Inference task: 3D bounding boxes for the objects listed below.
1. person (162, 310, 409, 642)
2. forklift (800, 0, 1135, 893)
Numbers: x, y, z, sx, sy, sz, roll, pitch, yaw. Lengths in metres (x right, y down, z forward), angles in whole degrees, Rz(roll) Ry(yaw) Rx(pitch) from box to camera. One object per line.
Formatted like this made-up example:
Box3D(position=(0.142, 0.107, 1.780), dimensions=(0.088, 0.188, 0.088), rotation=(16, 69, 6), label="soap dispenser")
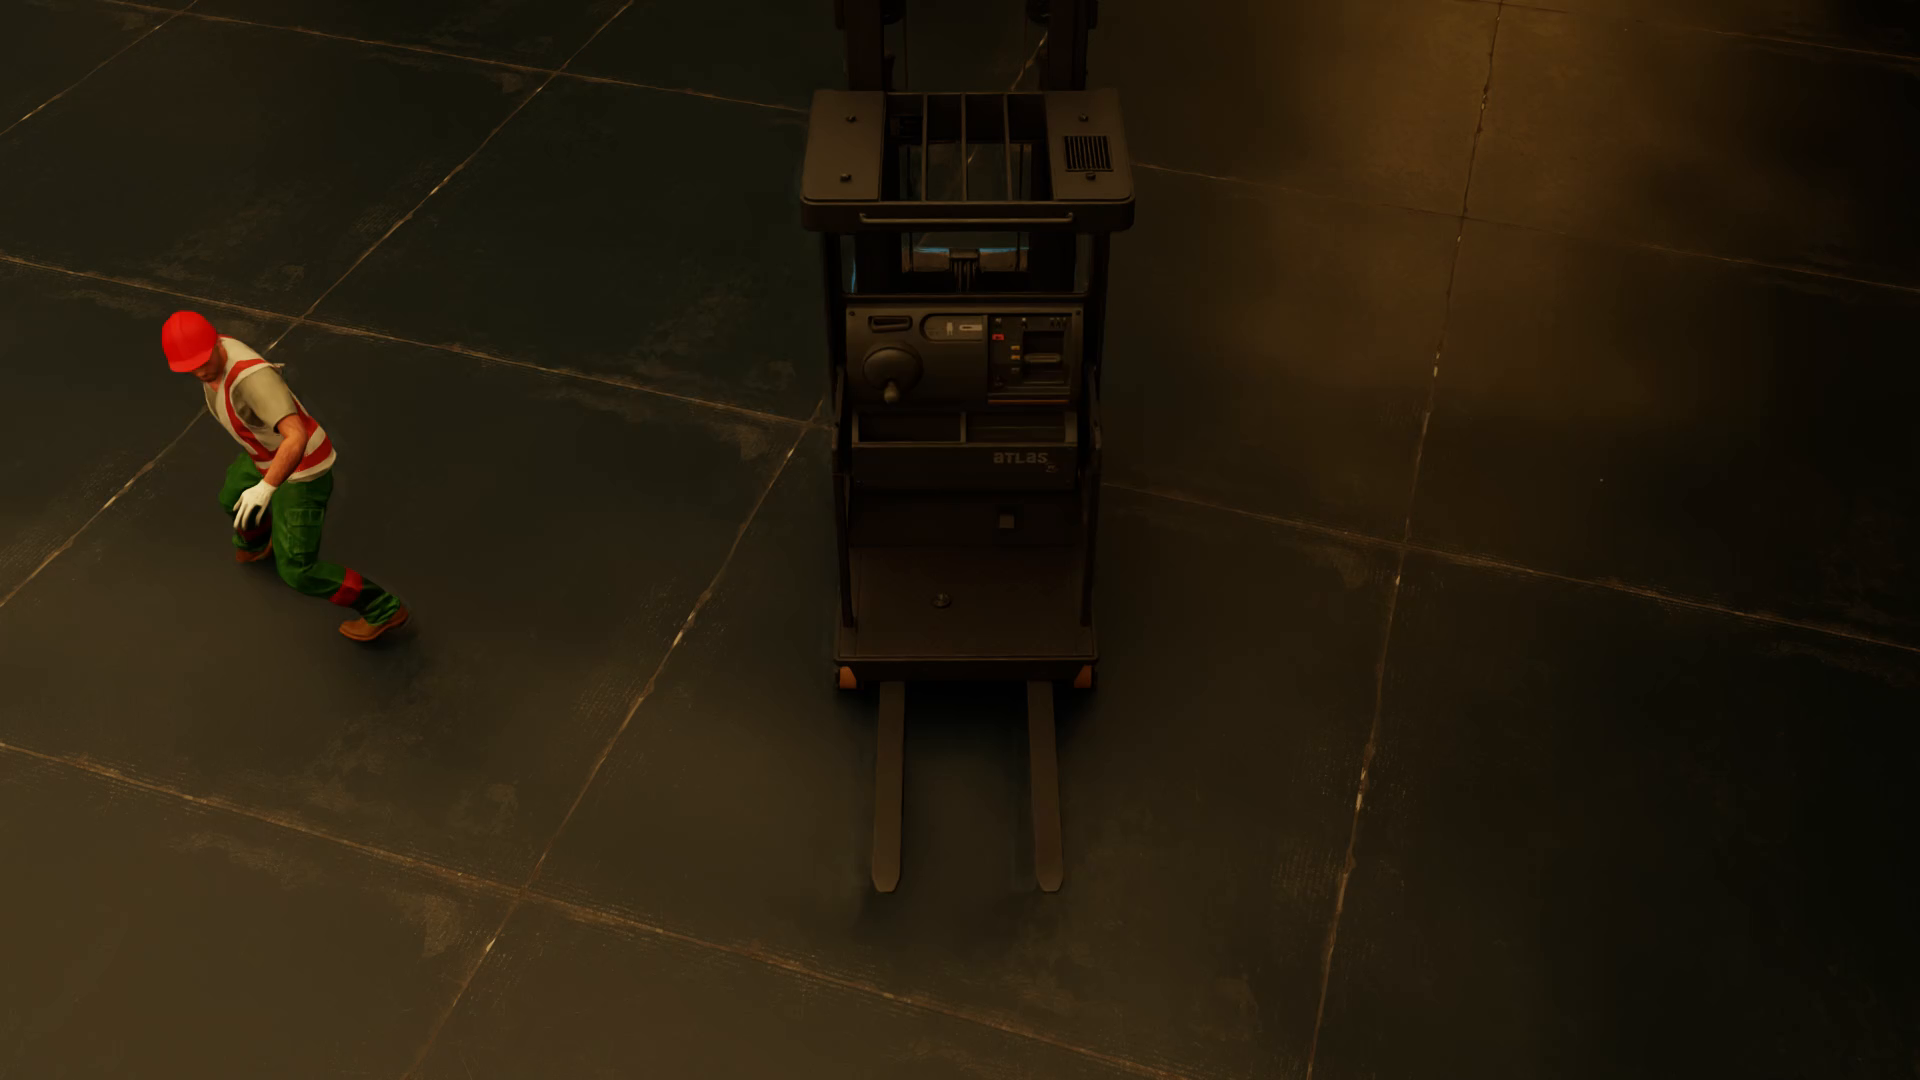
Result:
Box3D(position=(-2.933, -0.315, 7.069), dimensions=(0.567, 1.720, 1.139), rotation=(-27, 49, -26), label="person")
Box3D(position=(0.023, -0.646, 6.383), dimensions=(1.130, 2.935, 3.031), rotation=(0, 43, 0), label="forklift")
